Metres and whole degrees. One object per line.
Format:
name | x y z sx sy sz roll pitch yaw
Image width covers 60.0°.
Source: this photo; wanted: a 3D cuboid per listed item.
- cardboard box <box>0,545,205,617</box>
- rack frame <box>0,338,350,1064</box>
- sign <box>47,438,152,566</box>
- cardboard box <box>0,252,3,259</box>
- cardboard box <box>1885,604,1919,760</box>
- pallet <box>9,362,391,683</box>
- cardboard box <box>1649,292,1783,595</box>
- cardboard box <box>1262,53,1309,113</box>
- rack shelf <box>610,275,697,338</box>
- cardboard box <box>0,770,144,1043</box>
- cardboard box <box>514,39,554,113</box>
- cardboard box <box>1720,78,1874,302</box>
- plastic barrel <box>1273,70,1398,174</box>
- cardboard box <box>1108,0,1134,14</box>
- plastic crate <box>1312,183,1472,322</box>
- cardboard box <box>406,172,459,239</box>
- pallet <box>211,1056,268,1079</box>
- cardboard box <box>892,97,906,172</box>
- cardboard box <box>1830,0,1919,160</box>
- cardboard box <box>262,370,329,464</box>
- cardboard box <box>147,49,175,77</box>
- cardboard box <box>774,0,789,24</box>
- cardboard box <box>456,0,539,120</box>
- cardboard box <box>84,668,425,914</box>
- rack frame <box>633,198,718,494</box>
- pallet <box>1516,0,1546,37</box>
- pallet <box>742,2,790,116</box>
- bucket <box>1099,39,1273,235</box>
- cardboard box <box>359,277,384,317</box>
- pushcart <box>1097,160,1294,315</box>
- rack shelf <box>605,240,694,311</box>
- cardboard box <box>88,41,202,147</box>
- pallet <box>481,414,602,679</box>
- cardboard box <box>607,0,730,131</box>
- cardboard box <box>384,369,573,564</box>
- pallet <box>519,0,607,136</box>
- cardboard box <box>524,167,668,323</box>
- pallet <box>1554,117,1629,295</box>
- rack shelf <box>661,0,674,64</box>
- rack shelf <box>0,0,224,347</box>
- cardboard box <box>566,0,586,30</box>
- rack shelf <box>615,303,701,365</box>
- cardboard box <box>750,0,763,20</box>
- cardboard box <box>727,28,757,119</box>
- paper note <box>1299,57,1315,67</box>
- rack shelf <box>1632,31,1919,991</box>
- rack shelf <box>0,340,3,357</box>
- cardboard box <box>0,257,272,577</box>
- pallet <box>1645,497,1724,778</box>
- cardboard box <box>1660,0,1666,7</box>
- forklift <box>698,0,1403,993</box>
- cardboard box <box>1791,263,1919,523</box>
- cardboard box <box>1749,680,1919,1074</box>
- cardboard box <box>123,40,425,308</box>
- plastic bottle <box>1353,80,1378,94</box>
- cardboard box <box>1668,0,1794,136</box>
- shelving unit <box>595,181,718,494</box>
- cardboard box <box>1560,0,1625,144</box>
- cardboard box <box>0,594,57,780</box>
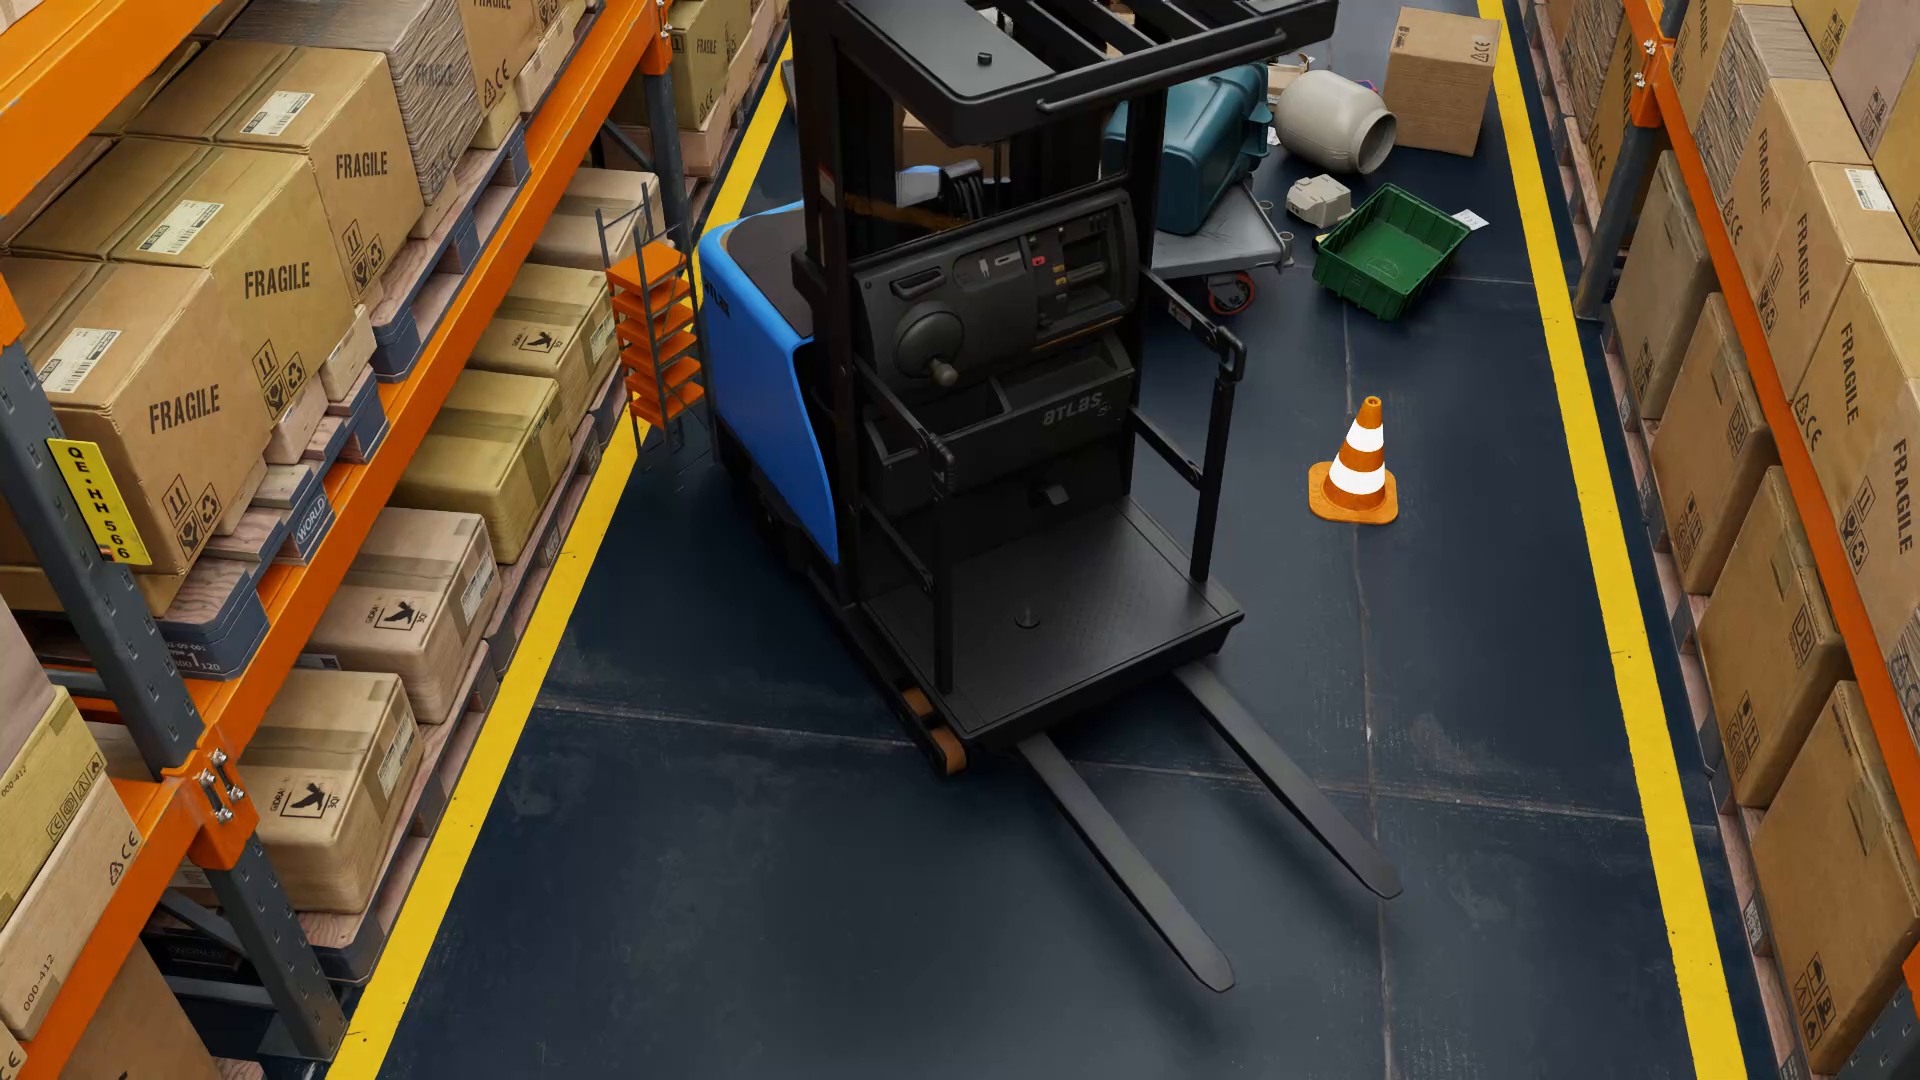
cardboard box | -2.029 0.035 3.909 0.380 0.149 0.250 3 44 3
rack frame | -2.256 0.301 3.751 1.000 3.000 0.127 5 44 6
sign | -1.705 -0.071 3.302 0.100 0.325 0.005 5 44 6
cardboard box | -2.472 -0.331 3.823 0.500 0.500 0.500 4 44 4
cardboard box | 2.457 0.314 3.664 0.500 0.500 0.500 5 44 6
pallet | -2.267 -0.125 4.340 1.213 0.211 1.003 5 44 6
cardboard box | 3.068 -0.291 5.707 1.050 0.750 0.750 5 44 6
cardboard box | 1.594 -2.390 8.581 0.396 0.266 0.258 12 45 13
rack shelf | -1.103 -0.860 6.001 0.180 0.103 0.258 28 50 26
cardboard box | -2.066 0.724 3.413 0.500 0.250 0.500 4 44 4
cardboard box | -1.603 -1.580 5.614 0.380 0.149 0.250 6 44 6
cardboard box | 2.722 -1.062 5.117 0.500 0.500 0.500 5 44 5
plastic barrel | 1.822 -2.021 8.077 0.421 0.421 0.512 -32 52 -29
cardboard box | 1.079 -2.818 8.860 0.797 0.503 0.637 -24 48 -23
plastic crate | 1.917 -1.281 7.425 0.450 0.188 0.662 35 53 18
cardboard box | -1.767 -1.062 5.067 0.380 0.149 0.250 7 44 7
pallet | -2.435 1.844 4.149 1.003 0.211 1.213 5 44 6
cardboard box | -0.237 -2.125 8.129 0.500 0.500 0.500 -32 52 -29
cardboard box | 3.000 -1.409 4.757 0.700 0.500 0.500 6 44 6
cardboard box | -1.876 -0.337 4.301 0.380 0.149 0.250 3 44 3
cardboard box | -2.319 -1.372 4.451 0.380 0.149 0.250 3 44 4
cardboard box | -1.179 -3.020 8.953 0.500 0.250 0.500 4 44 4
cardboard box | -1.699 -1.697 5.266 0.500 0.500 0.500 7 44 7
cardboard box | -2.171 0.718 4.915 0.950 0.372 0.625 3 43 3
rack frame | -1.031 -0.680 6.095 0.006 1.200 0.240 28 50 26
pallet | 3.693 -3.206 9.482 1.003 0.211 1.213 5 44 6
pallet | -1.515 -2.707 8.956 1.003 0.211 1.213 5 44 6
bucket | 0.925 -1.710 7.149 0.726 0.611 0.620 20 57 20
cardboard box | -1.865 -0.694 4.678 0.380 0.149 0.250 8 44 8
pushcart | 0.539 -1.300 7.348 1.648 0.377 0.936 -9 44 -9
rack shelf | -1.103 -0.947 5.919 0.180 0.103 0.258 28 50 26
cardboard box | -2.348 -1.028 4.560 0.500 0.500 0.500 3 43 3
pallet | -1.988 -0.048 6.147 1.003 0.211 1.213 5 44 6
cardboard box | -1.382 -2.229 7.572 0.500 0.500 0.500 7 44 8
cardboard box | -1.976 -0.301 5.993 0.950 0.372 0.625 7 44 7
pallet | -1.972 -1.848 6.159 1.003 0.211 1.213 5 44 6
cardboard box | -1.794 -1.266 7.011 0.950 0.372 0.625 6 44 6
pallet | 3.371 -1.543 7.726 1.003 0.211 1.213 5 44 6
rack shelf | -1.463 -3.527 8.316 1.077 0.370 4.000 5 44 6
rack shelf | -1.992 -1.890 4.406 1.077 0.370 4.000 5 44 6
cardboard box | -1.574 -1.933 5.987 0.380 0.149 0.250 4 44 4
rack shelf | -1.103 -0.773 6.084 0.180 0.103 0.258 28 50 26
cardboard box | -1.252 -2.948 8.331 0.500 0.500 0.500 7 44 8
cardboard box | -1.322 -2.322 8.215 0.500 0.250 0.500 8 44 8
paper note | 1.872 -2.577 8.964 0.032 0.001 0.123 28 50 26
rack shelf | 2.928 -0.420 5.035 1.077 0.370 4.000 5 44 6
rack shelf | -2.520 0.836 1.527 1.077 0.370 4.000 5 44 6
cardboard box | -1.967 -0.282 3.771 0.500 0.500 0.500 4 44 4
pallet | 3.007 0.335 5.743 1.003 0.211 1.213 5 44 6
cardboard box | 3.230 -2.351 6.442 0.875 0.550 0.550 5 44 6
forklift | 0.240 -0.662 4.817 1.130 2.935 3.031 -22 48 -22
cardboard box | 2.591 -0.366 4.382 0.500 0.500 0.500 5 44 5
cardboard box | 2.834 0.940 4.407 1.050 0.750 0.750 5 44 5
cardboard box | -1.842 -1.000 4.530 0.500 0.500 0.500 6 44 6
plastic bottle | 2.020 -2.334 8.670 0.283 0.061 0.133 -9 44 -9
cardboard box | 2.856 -1.746 5.840 0.500 0.500 0.500 6 44 6
shelving unit | -1.103 -0.718 6.136 0.189 1.200 0.258 28 50 26
cardboard box | 3.461 -2.462 7.908 0.875 0.875 0.875 6 44 6
cardboard box | -2.065 0.278 2.975 0.500 0.500 0.500 4 44 4
